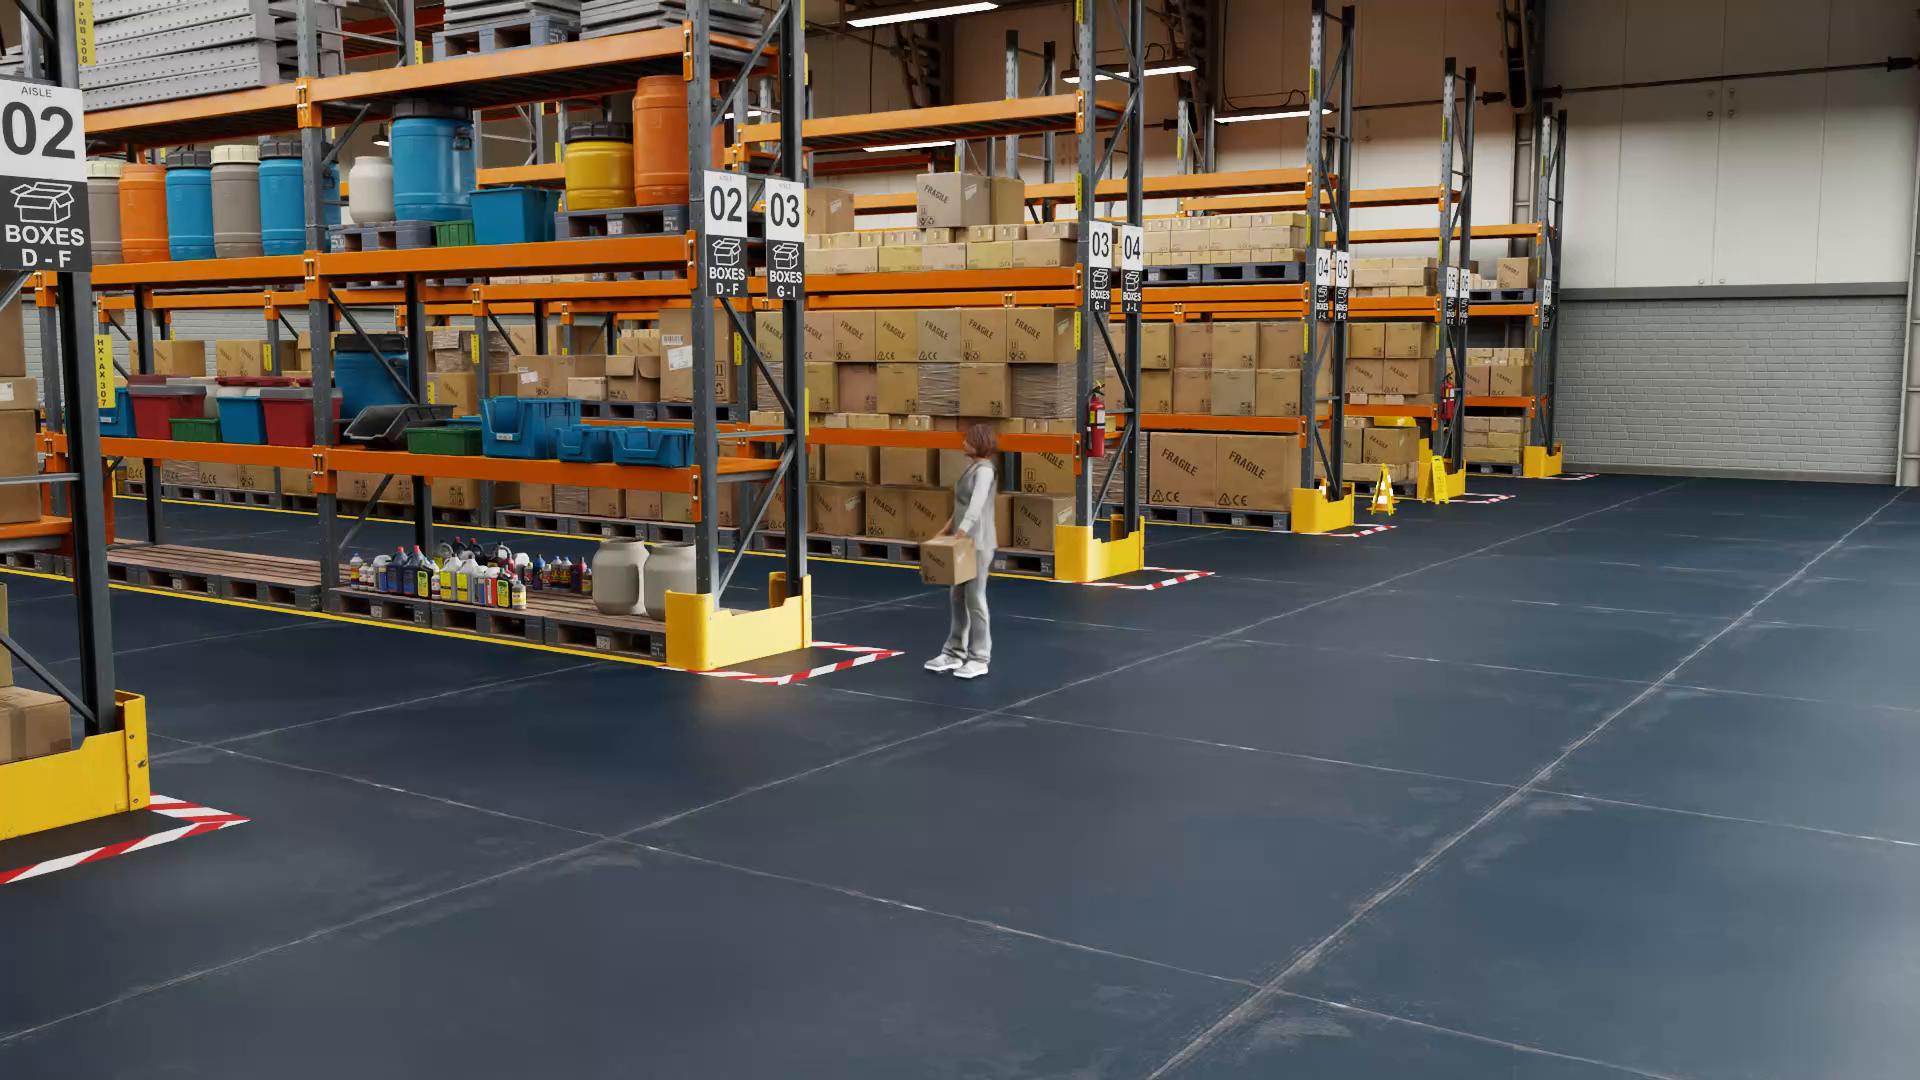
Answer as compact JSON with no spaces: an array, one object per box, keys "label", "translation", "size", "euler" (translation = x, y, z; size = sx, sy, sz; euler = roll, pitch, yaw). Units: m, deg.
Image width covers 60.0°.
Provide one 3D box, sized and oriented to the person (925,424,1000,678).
[{"label":"person","translation":[0.017,0.064,10.557],"size":[0.451,1.599,0.444],"euler":[-1,7,-11]}]
